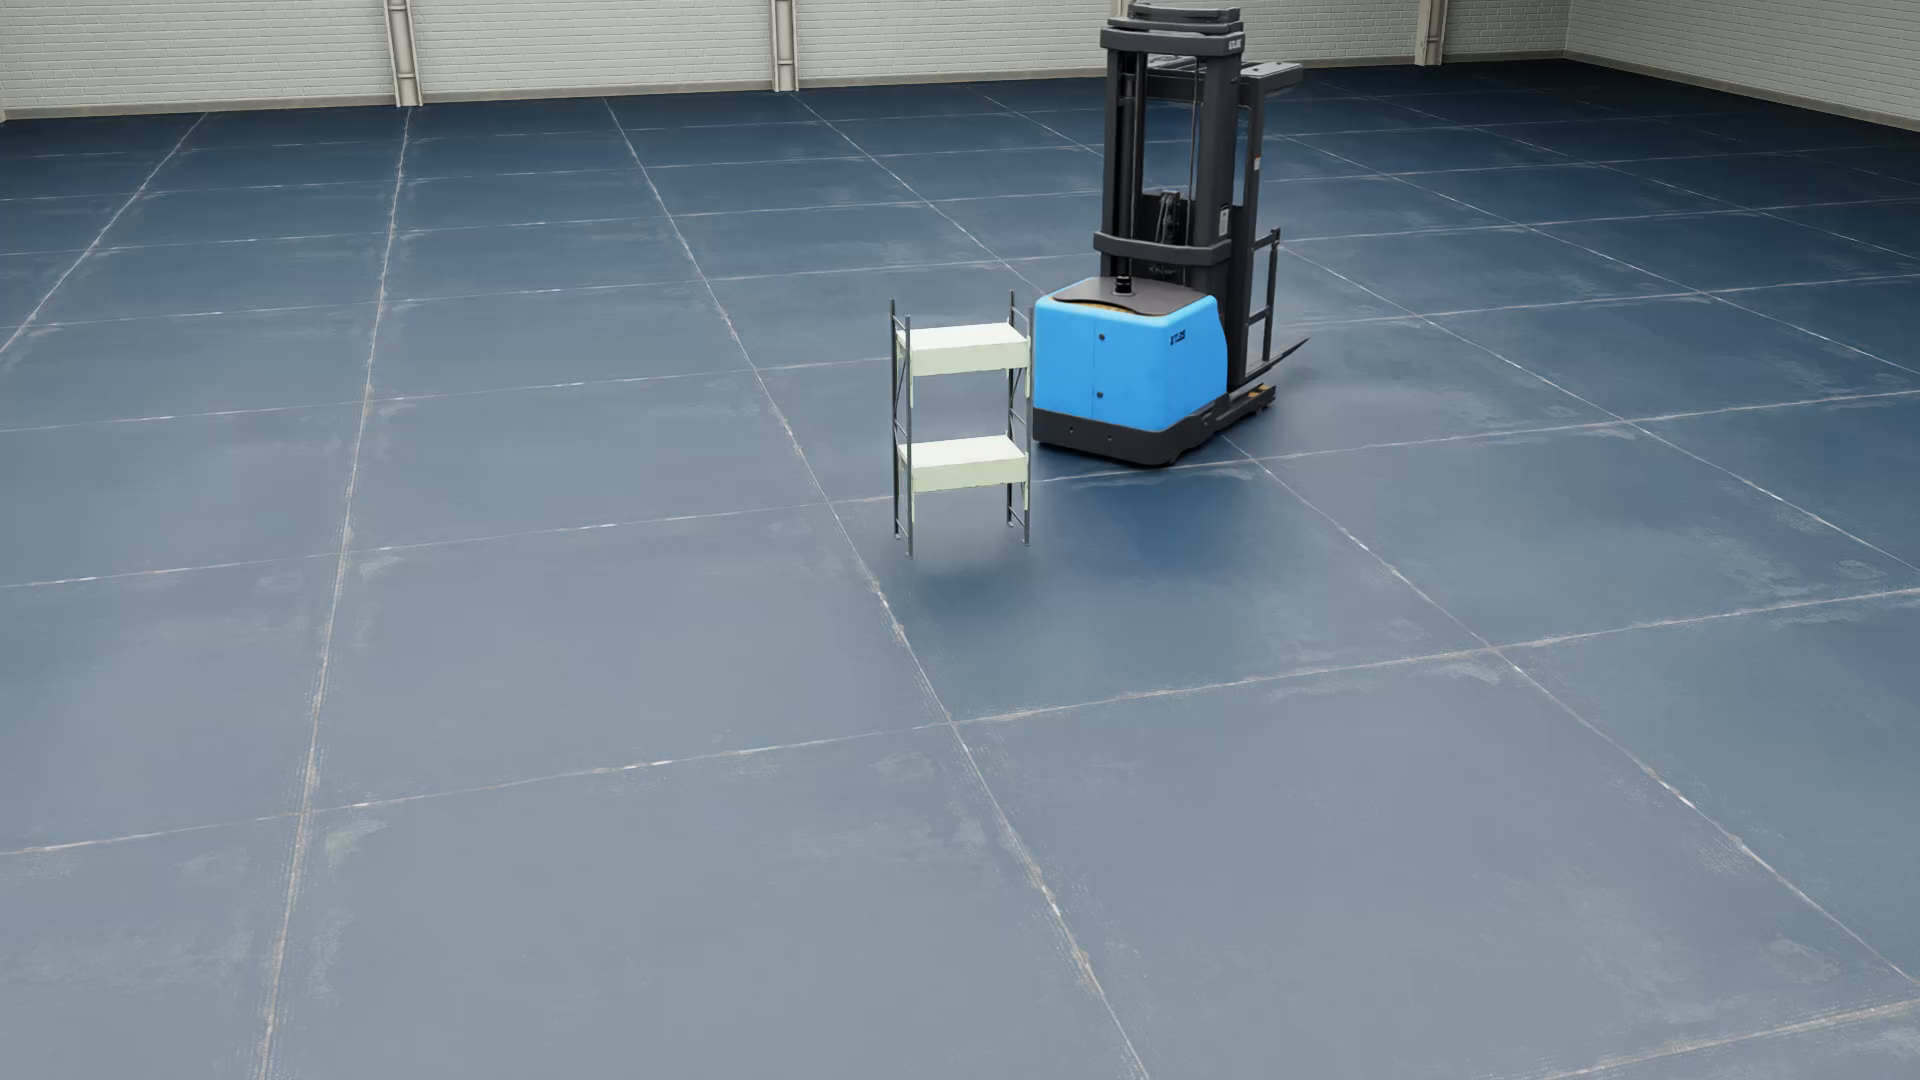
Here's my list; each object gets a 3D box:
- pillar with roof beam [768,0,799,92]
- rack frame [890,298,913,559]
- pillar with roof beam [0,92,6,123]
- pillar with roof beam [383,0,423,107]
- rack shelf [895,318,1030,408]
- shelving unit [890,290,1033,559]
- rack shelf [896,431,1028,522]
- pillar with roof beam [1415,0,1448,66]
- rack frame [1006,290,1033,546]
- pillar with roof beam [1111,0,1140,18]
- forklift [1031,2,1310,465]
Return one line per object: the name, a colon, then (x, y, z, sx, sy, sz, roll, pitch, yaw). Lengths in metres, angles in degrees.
pillar with roof beam: (-1.750, -10.016, 22.180, 0.400, 9.000, 9.100, -6, 24, -14)
rack frame: (-0.346, -0.651, 9.865, 0.023, 1.500, 0.400, -6, 24, -14)
pillar with roof beam: (-13.304, -8.738, 19.202, 0.400, 9.000, 9.100, -6, 24, -14)
pillar with roof beam: (-7.527, -9.377, 20.691, 0.400, 9.000, 9.100, -6, 24, -14)
rack shelf: (0.006, -1.049, 9.802, 0.720, 0.370, 0.431, -6, 24, -14)
shelving unit: (0.006, -0.690, 9.956, 0.755, 1.500, 0.431, -6, 24, -14)
rack shelf: (0.006, -0.390, 10.084, 0.720, 0.370, 0.431, -6, 24, -14)
pillar with roof beam: (9.804, -11.294, 25.159, 0.400, 9.000, 9.100, -6, 24, -14)
rack frame: (0.359, -0.729, 10.047, 0.023, 1.500, 0.400, -6, 24, -14)
pillar with roof beam: (4.027, -10.655, 23.670, 0.400, 9.000, 9.100, -6, 24, -14)
forklift: (1.736, -2.382, 12.084, 1.130, 2.935, 3.031, 15, 27, 31)
